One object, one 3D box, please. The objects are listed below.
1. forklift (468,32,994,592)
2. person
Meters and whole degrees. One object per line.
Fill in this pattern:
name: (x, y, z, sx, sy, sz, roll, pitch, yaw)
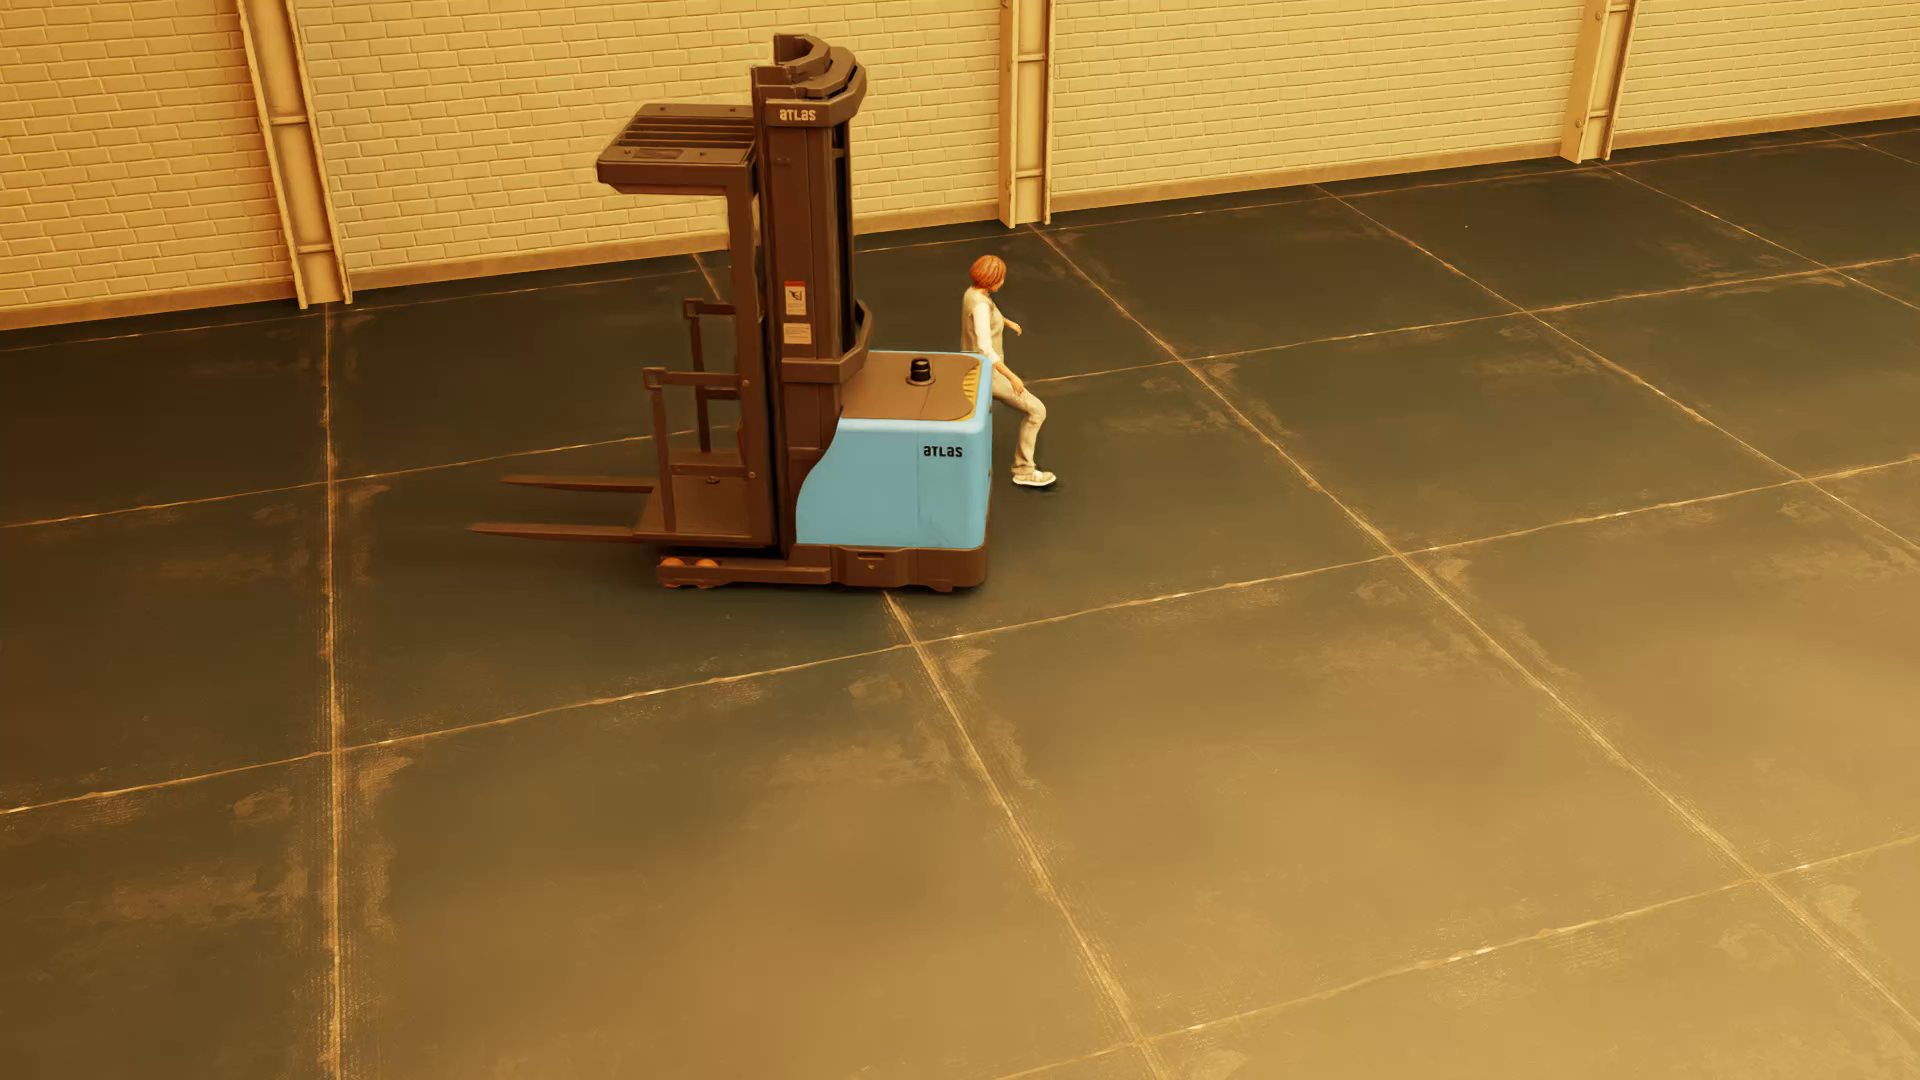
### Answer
forklift: (-1.336, -1.252, 9.263, 3.031, 2.935, 1.130, 2, 30, 3)
person: (0.200, -1.108, 10.551, 0.738, 1.462, 0.855, -3, 30, -5)
